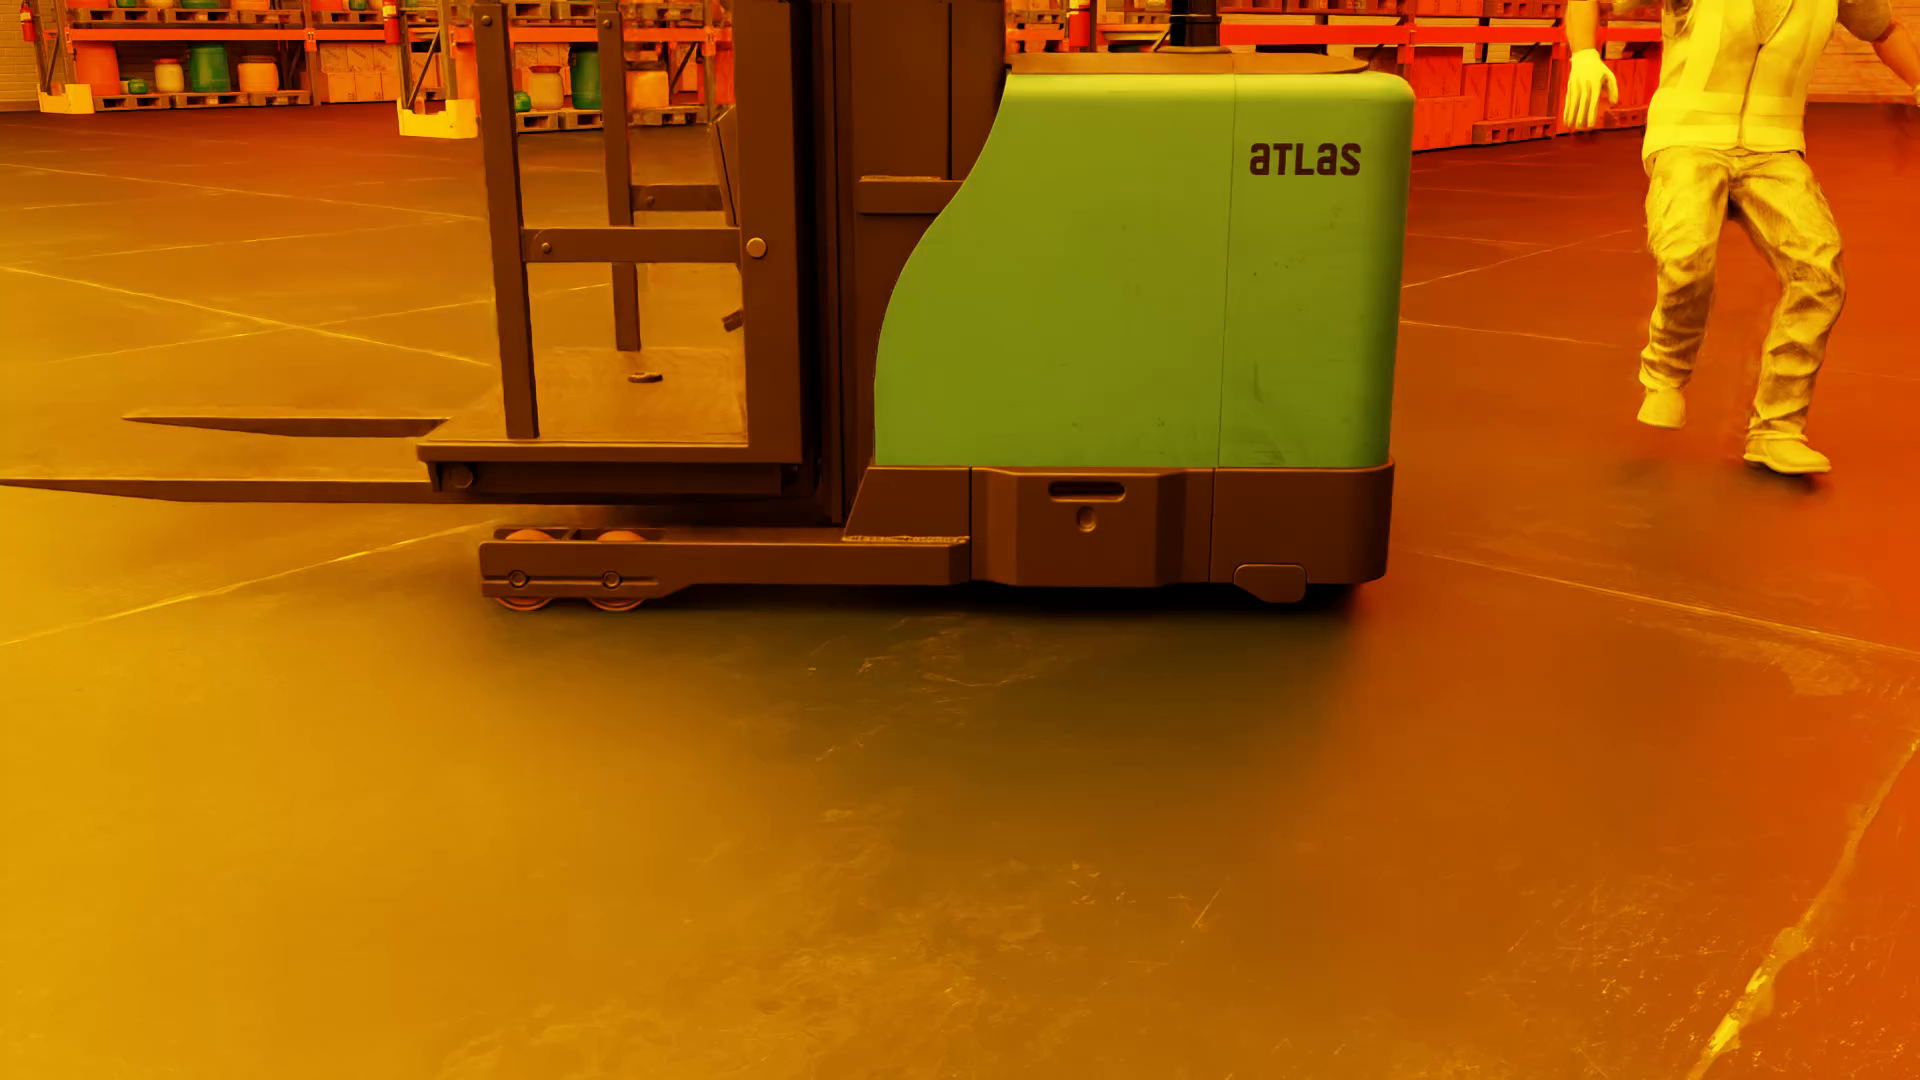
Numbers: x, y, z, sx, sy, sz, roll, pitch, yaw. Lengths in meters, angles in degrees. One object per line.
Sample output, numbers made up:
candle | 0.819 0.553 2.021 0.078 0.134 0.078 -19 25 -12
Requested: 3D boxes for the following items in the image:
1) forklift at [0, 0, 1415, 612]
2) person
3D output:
forklift | -0.611 -1.406 3.529 3.031 2.935 1.130 0 17 2
person | 2.161 -1.032 4.494 1.053 1.671 0.694 2 17 7
